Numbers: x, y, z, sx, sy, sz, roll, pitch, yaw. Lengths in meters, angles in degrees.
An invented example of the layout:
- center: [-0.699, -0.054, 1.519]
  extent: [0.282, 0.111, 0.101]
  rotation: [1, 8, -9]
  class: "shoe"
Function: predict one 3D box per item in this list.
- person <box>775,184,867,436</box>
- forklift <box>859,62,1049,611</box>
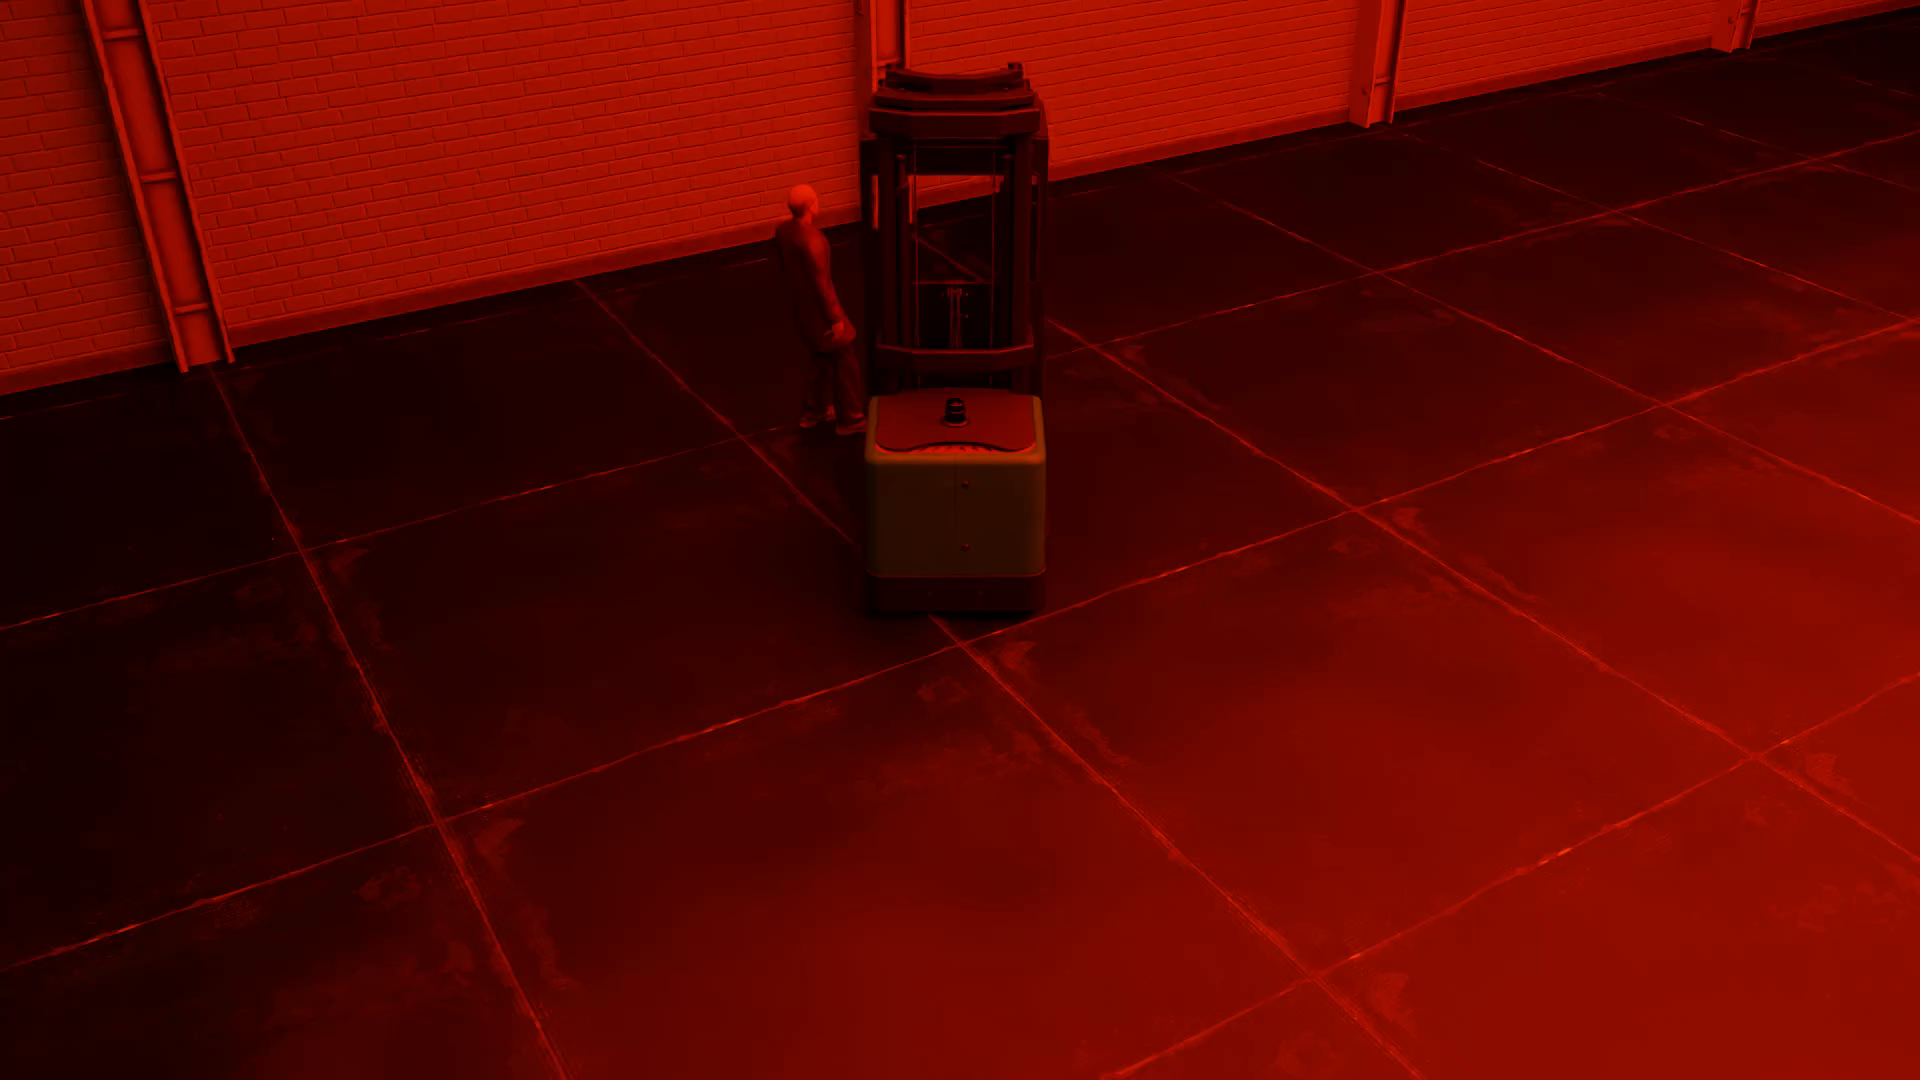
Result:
- center: [-0.906, -1.612, 11.489]
  extent: [0.575, 1.767, 0.735]
  rotation: [-16, 34, -25]
  class: "person"
- center: [-0.035, -1.560, 10.252]
  extent: [1.130, 2.935, 3.031]
  rotation: [0, 31, 0]
  class: "forklift"
